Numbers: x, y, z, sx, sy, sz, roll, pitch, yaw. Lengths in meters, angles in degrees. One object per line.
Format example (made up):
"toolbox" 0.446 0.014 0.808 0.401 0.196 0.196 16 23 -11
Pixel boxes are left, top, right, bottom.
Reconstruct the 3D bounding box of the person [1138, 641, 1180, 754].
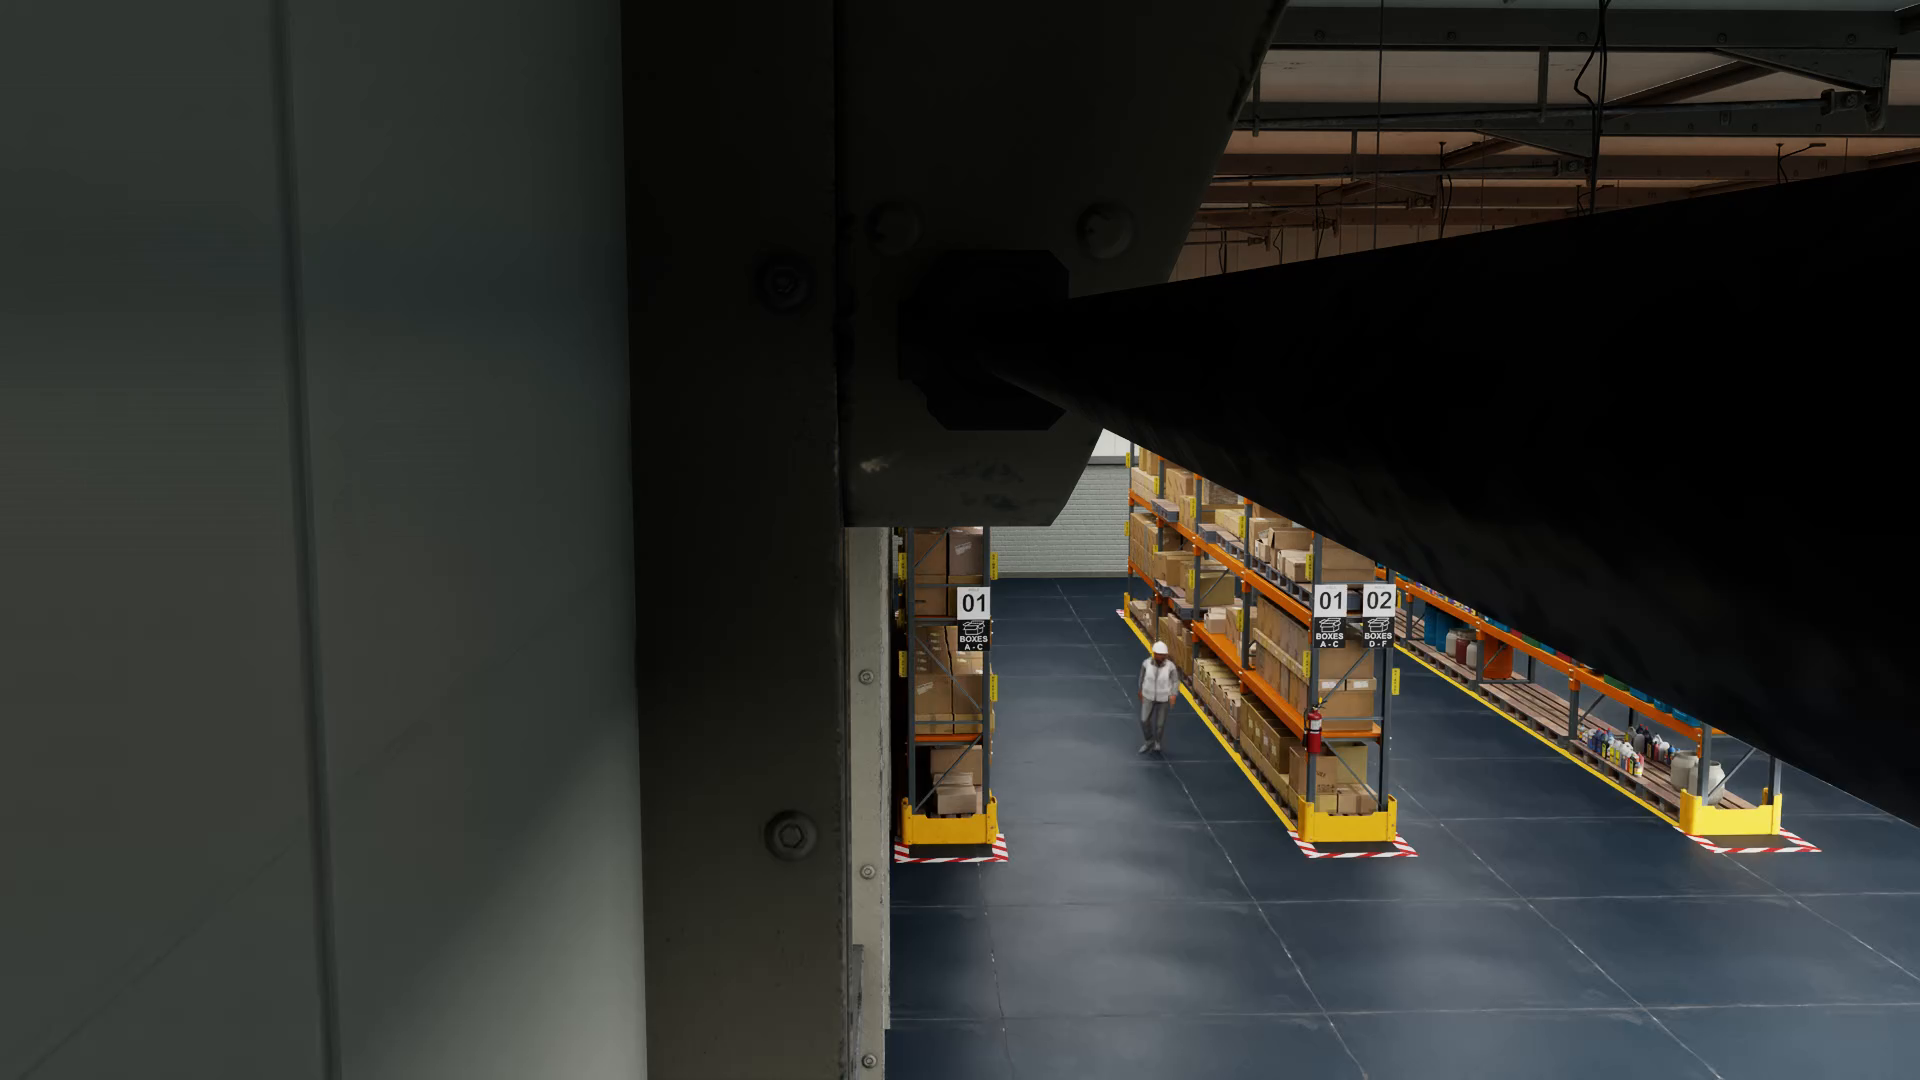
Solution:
"person" 2.942 2.318 24.613 0.643 1.711 0.770 2 7 12

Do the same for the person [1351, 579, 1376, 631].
"person" 7.955 1.290 32.891 0.800 1.729 0.717 6 10 41
